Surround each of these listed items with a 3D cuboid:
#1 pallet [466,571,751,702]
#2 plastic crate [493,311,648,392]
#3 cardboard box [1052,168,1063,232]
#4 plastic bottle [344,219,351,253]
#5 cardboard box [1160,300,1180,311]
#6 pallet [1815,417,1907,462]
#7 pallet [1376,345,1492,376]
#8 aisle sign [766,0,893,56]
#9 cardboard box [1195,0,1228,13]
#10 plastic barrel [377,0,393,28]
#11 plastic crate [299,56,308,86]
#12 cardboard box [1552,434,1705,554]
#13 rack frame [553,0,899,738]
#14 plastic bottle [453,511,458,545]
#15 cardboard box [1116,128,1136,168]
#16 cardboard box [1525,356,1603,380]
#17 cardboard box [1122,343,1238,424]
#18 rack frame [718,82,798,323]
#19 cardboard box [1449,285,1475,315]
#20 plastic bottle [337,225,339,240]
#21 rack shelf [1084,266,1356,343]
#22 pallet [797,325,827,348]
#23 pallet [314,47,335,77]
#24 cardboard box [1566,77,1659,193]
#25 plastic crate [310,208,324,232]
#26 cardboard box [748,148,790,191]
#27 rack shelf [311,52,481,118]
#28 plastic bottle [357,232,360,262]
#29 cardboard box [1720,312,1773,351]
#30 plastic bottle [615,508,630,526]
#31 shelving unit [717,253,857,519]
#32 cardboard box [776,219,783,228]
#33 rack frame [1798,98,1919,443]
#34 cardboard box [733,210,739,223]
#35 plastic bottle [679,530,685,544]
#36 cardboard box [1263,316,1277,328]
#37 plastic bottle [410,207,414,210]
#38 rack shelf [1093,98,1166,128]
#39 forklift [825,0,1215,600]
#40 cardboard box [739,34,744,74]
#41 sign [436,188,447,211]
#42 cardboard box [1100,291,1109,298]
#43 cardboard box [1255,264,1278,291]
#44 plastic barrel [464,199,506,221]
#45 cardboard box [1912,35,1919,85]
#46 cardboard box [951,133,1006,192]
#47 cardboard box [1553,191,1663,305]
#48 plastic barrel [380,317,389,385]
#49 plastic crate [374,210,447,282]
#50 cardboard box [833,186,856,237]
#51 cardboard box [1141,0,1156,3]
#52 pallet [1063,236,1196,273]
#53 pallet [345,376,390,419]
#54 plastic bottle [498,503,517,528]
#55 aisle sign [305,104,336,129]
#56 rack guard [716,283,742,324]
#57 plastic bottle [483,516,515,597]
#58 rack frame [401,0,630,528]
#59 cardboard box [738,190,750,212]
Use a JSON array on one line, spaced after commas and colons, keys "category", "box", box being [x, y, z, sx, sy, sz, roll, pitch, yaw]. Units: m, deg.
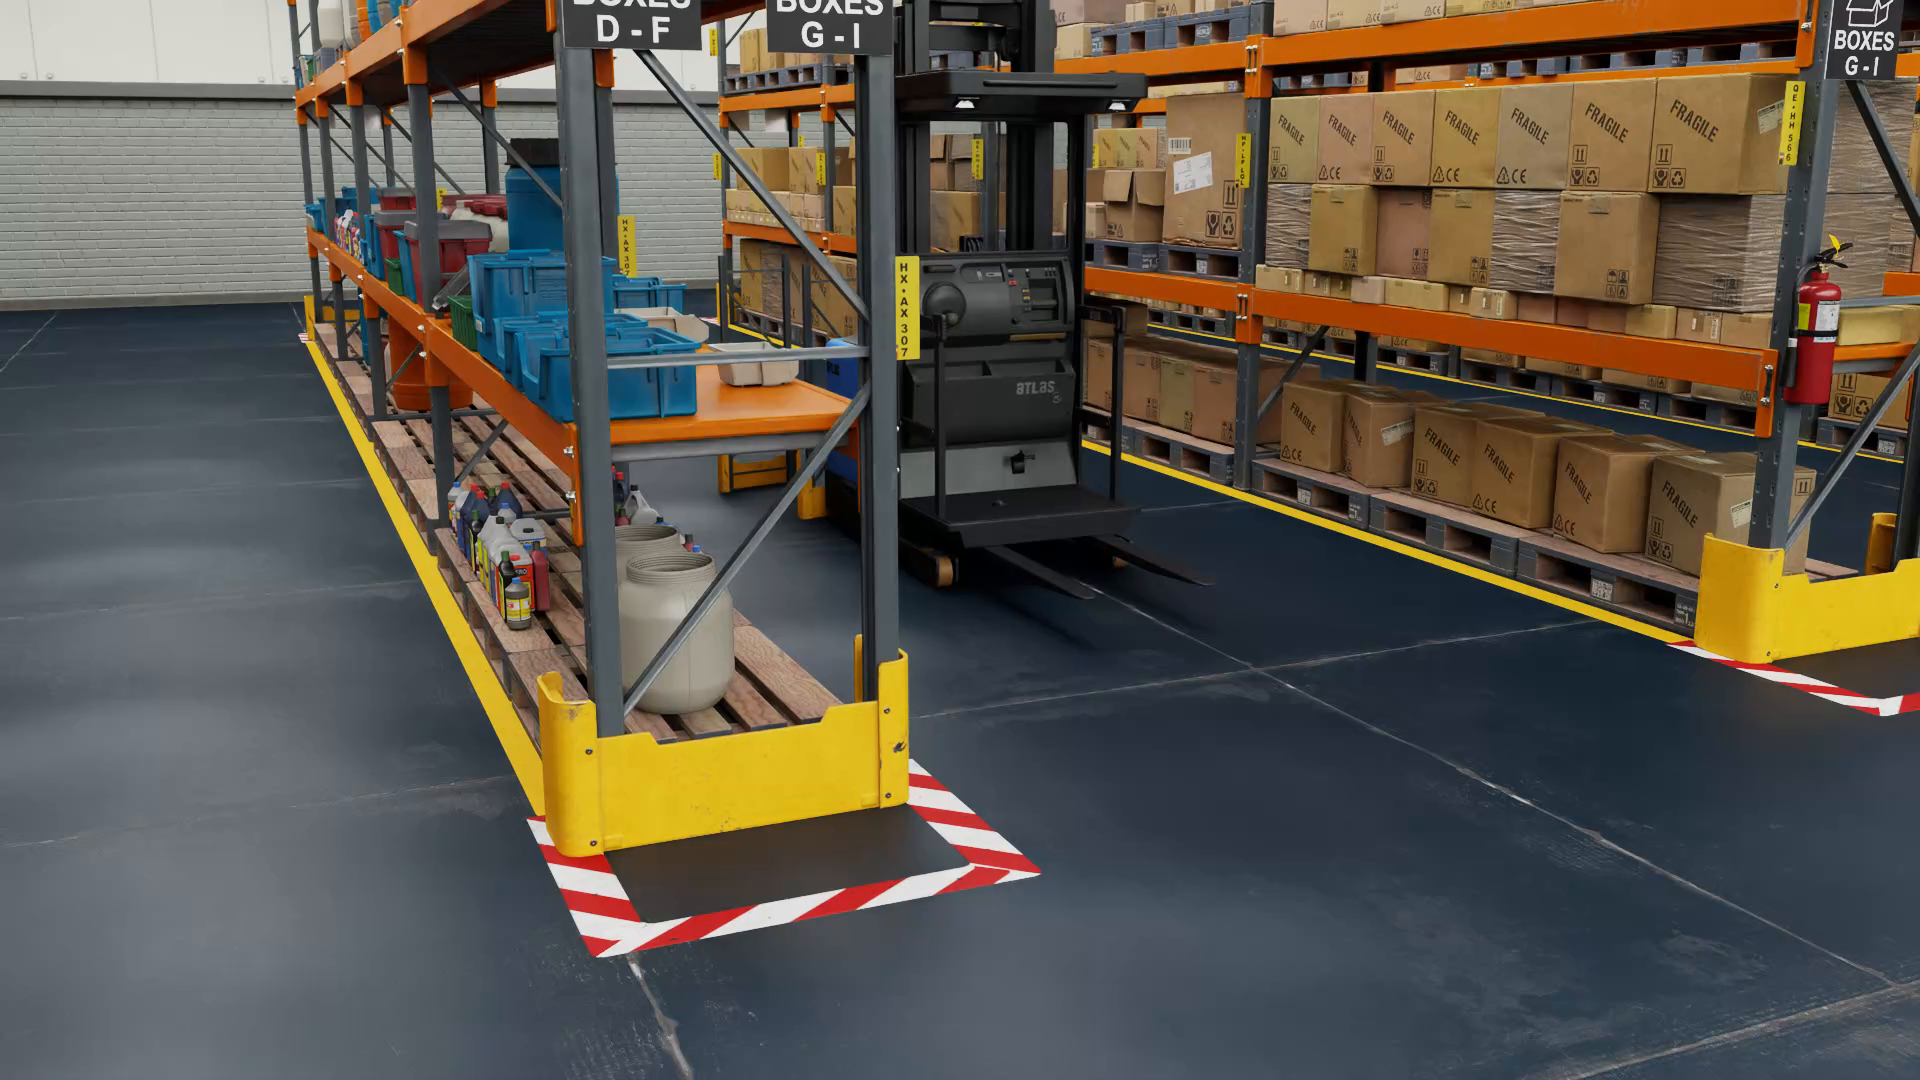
[{"category": "pallet", "box": [-1.561, 0.374, 7.287, 1.003, 0.211, 1.213, -6, 14, -23]}, {"category": "plastic crate", "box": [-1.412, -0.692, 6.037, 0.499, 0.251, 0.408, -6, 14, -23]}, {"category": "cardboard box", "box": [0.904, -2.799, 13.658, 0.500, 0.500, 0.500, -8, 15, -30]}, {"category": "plastic bottle", "box": [-5.189, -2.603, 14.239, 0.152, 0.276, 0.135, -6, 14, -23]}, {"category": "cardboard box", "box": [2.750, -2.987, 21.014, 0.380, 0.149, 0.250, -6, 14, -23]}, {"category": "pallet", "box": [7.072, -0.732, 12.063, 1.003, 0.211, 1.213, -6, 14, -23]}, {"category": "pallet", "box": [4.925, -1.884, 17.041, 1.003, 0.211, 1.213, -6, 14, -23]}, {"category": "aisle sign", "box": [-0.385, -1.832, 4.866, 0.394, 0.787, 0.004, -6, 14, -23]}, {"category": "cardboard box", "box": [1.786, -3.613, 11.042, 0.396, 0.266, 0.258, -5, 14, -21]}, {"category": "plastic barrel", "box": [-2.949, -3.306, 9.238, 0.600, 0.901, 0.600, 0, 13, 0]}, {"category": "plastic crate", "box": [-6.486, -4.777, 16.968, 0.437, 0.282, 0.530, -6, 14, -23]}, {"category": "cardboard box", "box": [3.350, -0.239, 8.360, 0.500, 0.500, 0.500, -2, 13, -8]}, {"category": "rack frame", "box": [-0.682, -0.553, 5.109, 1.000, 3.000, 0.127, -6, 14, -23]}, {"category": "plastic bottle", "box": [-2.477, -0.083, 8.308, 0.097, 0.201, 0.097, 0, 13, 0]}, {"category": "cardboard box", "box": [2.365, -5.084, 21.587, 0.500, 0.500, 0.500, -6, 14, -24]}, {"category": "cardboard box", "box": [5.751, -1.875, 14.877, 1.050, 0.750, 0.750, -5, 14, -22]}, {"category": "cardboard box", "box": [1.629, -1.168, 12.333, 0.700, 0.500, 0.500, -7, 15, -28]}, {"category": "rack frame", "box": [-2.553, -4.306, 21.324, 1.000, 3.000, 0.127, -6, 14, -23]}, {"category": "cardboard box", "box": [2.819, -1.277, 8.792, 0.380, 0.149, 0.250, -6, 14, -23]}, {"category": "plastic bottle", "box": [-5.578, -2.786, 15.039, 0.097, 0.271, 0.097, 0, 13, 0]}, {"category": "rack shelf", "box": [1.453, -1.890, 12.479, 1.077, 0.370, 4.000, -6, 14, -23]}, {"category": "pallet", "box": [-1.184, -2.286, 18.777, 1.003, 0.211, 1.213, -6, 14, -23]}, {"category": "pallet", "box": [-5.085, -4.249, 14.842, 1.213, 0.211, 1.003, -6, 14, -23]}, {"category": "cardboard box", "box": [3.204, -1.876, 7.723, 0.500, 0.500, 0.500, -6, 14, -23]}, {"category": "plastic crate", "box": [-6.646, -3.392, 17.611, 0.416, 0.233, 0.300, -6, 14, -23]}, {"category": "cardboard box", "box": [-2.195, -4.410, 19.783, 0.500, 0.500, 0.500, -6, 14, -24]}, {"category": "rack shelf", "box": [-4.688, -3.730, 13.778, 1.077, 0.370, 4.000, -6, 14, -23]}, {"category": "plastic bottle", "box": [-4.640, -2.302, 12.949, 0.097, 0.271, 0.097, 0, 13, 0]}, {"category": "cardboard box", "box": [3.553, -0.919, 7.244, 0.380, 0.149, 0.250, -6, 14, -23]}, {"category": "plastic bottle", "box": [-1.592, -0.014, 7.825, 0.061, 0.283, 0.133, -6, 14, -23]}, {"category": "shelving unit", "box": [-1.011, -0.990, 10.319, 0.587, 1.500, 1.083, -9, 16, -35]}, {"category": "cardboard box", "box": [-1.888, -3.656, 19.073, 0.380, 0.149, 0.250, -6, 14, -24]}, {"category": "rack frame", "box": [6.839, -2.254, 12.458, 1.000, 3.000, 0.127, -6, 14, -23]}, {"category": "cardboard box", "box": [-2.609, -4.028, 20.678, 0.380, 0.149, 0.250, -6, 14, -24]}, {"category": "plastic bottle", "box": [-1.260, 0.088, 7.413, 0.097, 0.271, 0.097, 0, 13, 0]}, {"category": "cardboard box", "box": [3.687, -2.717, 19.070, 0.500, 0.500, 0.500, -5, 14, -21]}, {"category": "plastic bottle", "box": [-4.953, -2.835, 15.077, 0.144, 0.351, 0.185, -6, 14, -23]}, {"category": "rack shelf", "box": [2.833, -5.431, 21.127, 1.077, 0.370, 4.000, -6, 14, -23]}, {"category": "forklift", "box": [0.249, -1.298, 8.476, 1.130, 2.935, 3.031, -6, 14, -23]}, {"category": "cardboard box", "box": [-2.296, -5.967, 20.473, 0.700, 0.500, 0.500, -7, 15, -26]}, {"category": "sign", "box": [-4.984, -3.217, 16.002, 0.100, 0.325, 0.005, -6, 14, -23]}, {"category": "cardboard box", "box": [2.128, -3.365, 22.650, 0.380, 0.149, 0.250, -6, 14, -23]}, {"category": "cardboard box", "box": [2.064, -1.633, 10.331, 0.380, 0.149, 0.250, -6, 14, -23]}, {"category": "plastic barrel", "box": [-2.934, -1.904, 10.645, 0.433, 0.535, 0.433, 0, 13, 0]}, {"category": "cardboard box", "box": [10.102, -4.862, 16.851, 0.700, 0.500, 0.500, -6, 14, -23]}, {"category": "cardboard box", "box": [0.373, -3.344, 14.718, 0.797, 0.503, 0.637, -5, 14, -21]}, {"category": "cardboard box", "box": [3.351, -1.403, 7.898, 0.875, 0.500, 0.500, -6, 14, -23]}, {"category": "plastic barrel", "box": [-4.551, -1.569, 13.913, 0.600, 0.588, 0.708, -6, 14, -23]}, {"category": "plastic crate", "box": [-3.520, -1.876, 10.681, 0.402, 0.464, 0.583, -6, 14, -23]}, {"category": "cardboard box", "box": [-0.996, -3.411, 17.234, 0.500, 0.500, 0.500, -6, 14, -23]}, {"category": "cardboard box", "box": [1.471, -4.123, 12.547, 0.500, 0.500, 0.500, -5, 14, -22]}, {"category": "pallet", "box": [1.482, -2.155, 12.453, 1.003, 0.211, 1.213, -6, 14, -23]}, {"category": "pallet", "box": [-4.726, -1.259, 14.339, 1.003, 0.211, 1.213, -6, 14, -23]}, {"category": "plastic bottle", "box": [-2.173, -0.042, 7.973, 0.097, 0.271, 0.097, 0, 13, 0]}, {"category": "aisle sign", "box": [-7.392, -5.114, 19.047, 0.394, 0.787, 0.004, -6, 14, -23]}, {"category": "rack guard", "box": [-2.563, -3.094, 21.628, 1.175, 0.500, 0.348, -6, 14, -23]}, {"category": "plastic bottle", "box": [-2.021, 0.066, 7.332, 0.144, 0.351, 0.185, -5, 14, -21]}, {"category": "rack frame", "box": [-2.284, -1.380, 8.679, 1.000, 3.000, 0.127, -6, 14, -23]}, {"category": "cardboard box", "box": [-2.394, -4.148, 20.312, 0.500, 0.250, 0.500, -6, 14, -24]}]
